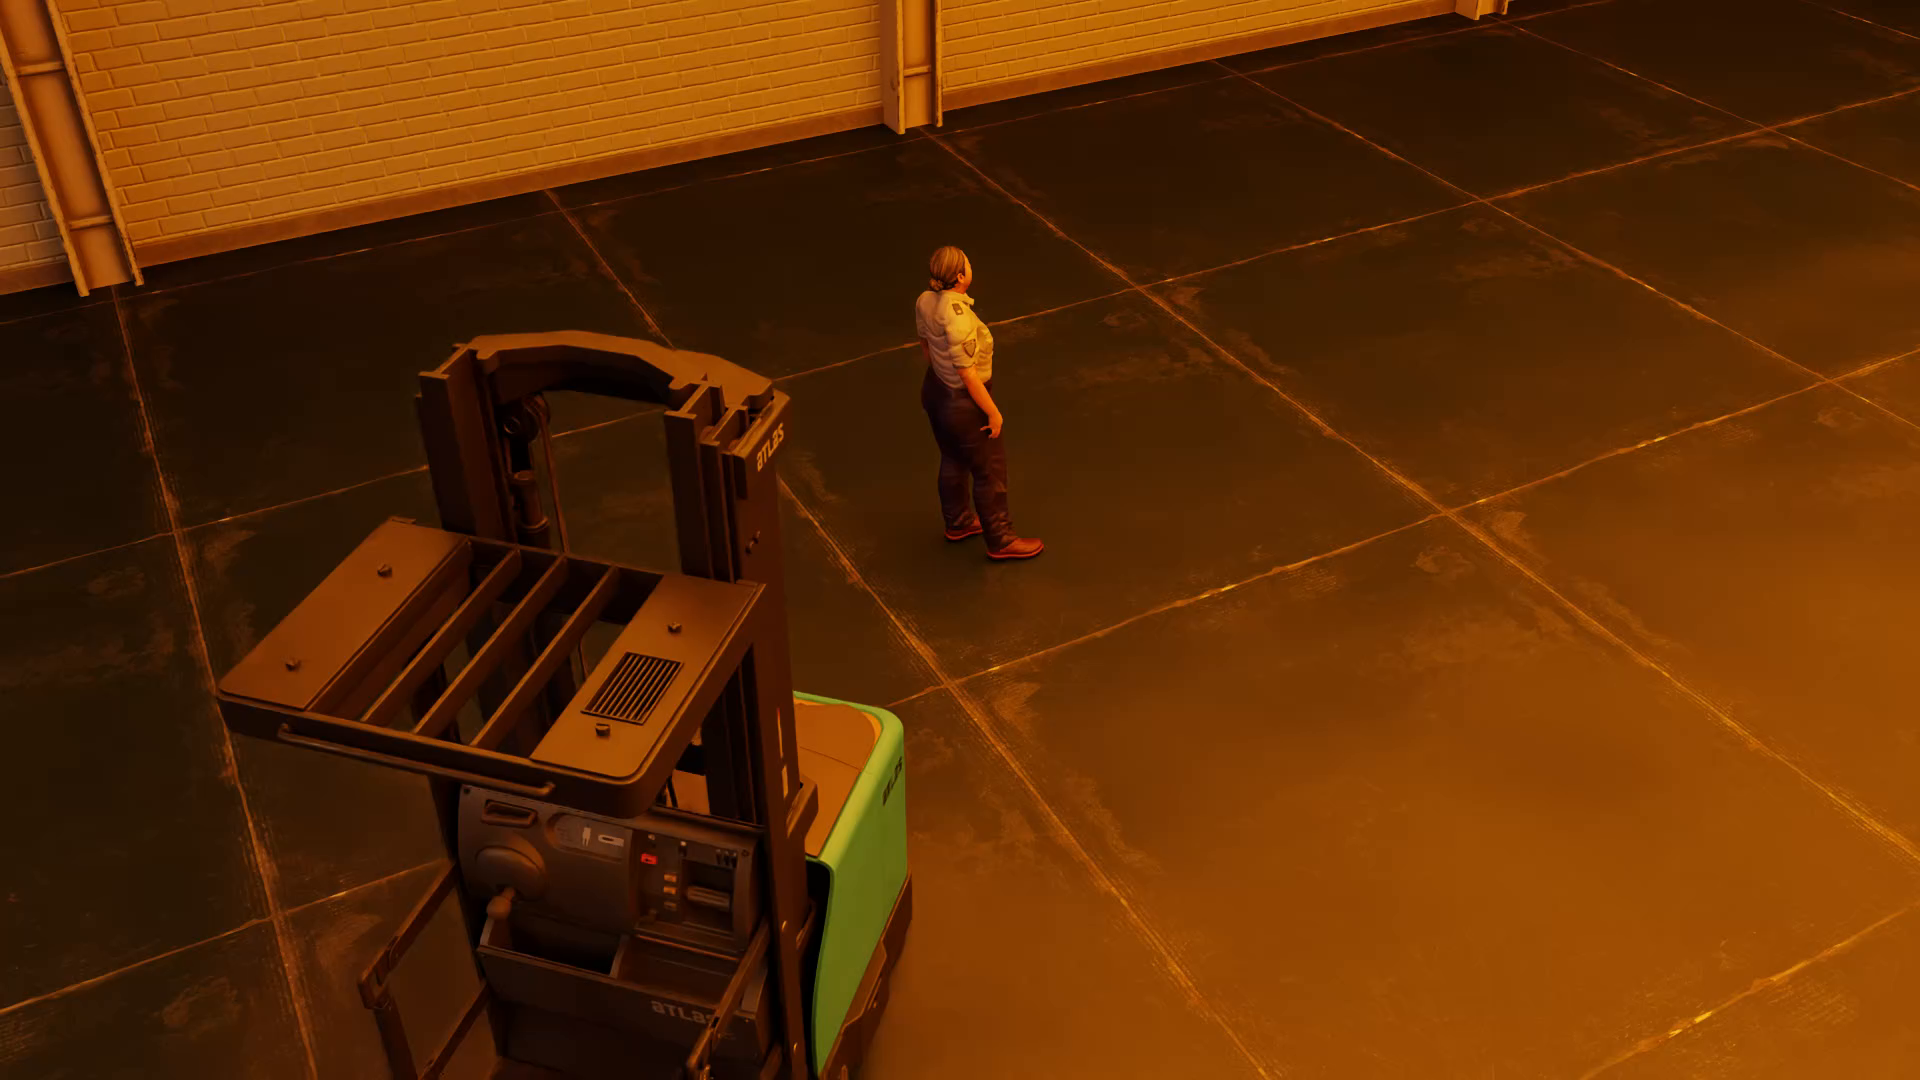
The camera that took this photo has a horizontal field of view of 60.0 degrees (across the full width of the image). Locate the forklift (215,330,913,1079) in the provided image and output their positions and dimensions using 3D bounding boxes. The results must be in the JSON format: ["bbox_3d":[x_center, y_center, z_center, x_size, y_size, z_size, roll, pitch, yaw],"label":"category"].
[{"bbox_3d":[-1.094,1.029,4.668,1.130,2.935,3.031,10,36,13],"label":"forklift"}]

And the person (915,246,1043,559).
[{"bbox_3d":[0.090,-0.689,8.202,0.503,1.643,0.598,-17,39,-23],"label":"person"}]
